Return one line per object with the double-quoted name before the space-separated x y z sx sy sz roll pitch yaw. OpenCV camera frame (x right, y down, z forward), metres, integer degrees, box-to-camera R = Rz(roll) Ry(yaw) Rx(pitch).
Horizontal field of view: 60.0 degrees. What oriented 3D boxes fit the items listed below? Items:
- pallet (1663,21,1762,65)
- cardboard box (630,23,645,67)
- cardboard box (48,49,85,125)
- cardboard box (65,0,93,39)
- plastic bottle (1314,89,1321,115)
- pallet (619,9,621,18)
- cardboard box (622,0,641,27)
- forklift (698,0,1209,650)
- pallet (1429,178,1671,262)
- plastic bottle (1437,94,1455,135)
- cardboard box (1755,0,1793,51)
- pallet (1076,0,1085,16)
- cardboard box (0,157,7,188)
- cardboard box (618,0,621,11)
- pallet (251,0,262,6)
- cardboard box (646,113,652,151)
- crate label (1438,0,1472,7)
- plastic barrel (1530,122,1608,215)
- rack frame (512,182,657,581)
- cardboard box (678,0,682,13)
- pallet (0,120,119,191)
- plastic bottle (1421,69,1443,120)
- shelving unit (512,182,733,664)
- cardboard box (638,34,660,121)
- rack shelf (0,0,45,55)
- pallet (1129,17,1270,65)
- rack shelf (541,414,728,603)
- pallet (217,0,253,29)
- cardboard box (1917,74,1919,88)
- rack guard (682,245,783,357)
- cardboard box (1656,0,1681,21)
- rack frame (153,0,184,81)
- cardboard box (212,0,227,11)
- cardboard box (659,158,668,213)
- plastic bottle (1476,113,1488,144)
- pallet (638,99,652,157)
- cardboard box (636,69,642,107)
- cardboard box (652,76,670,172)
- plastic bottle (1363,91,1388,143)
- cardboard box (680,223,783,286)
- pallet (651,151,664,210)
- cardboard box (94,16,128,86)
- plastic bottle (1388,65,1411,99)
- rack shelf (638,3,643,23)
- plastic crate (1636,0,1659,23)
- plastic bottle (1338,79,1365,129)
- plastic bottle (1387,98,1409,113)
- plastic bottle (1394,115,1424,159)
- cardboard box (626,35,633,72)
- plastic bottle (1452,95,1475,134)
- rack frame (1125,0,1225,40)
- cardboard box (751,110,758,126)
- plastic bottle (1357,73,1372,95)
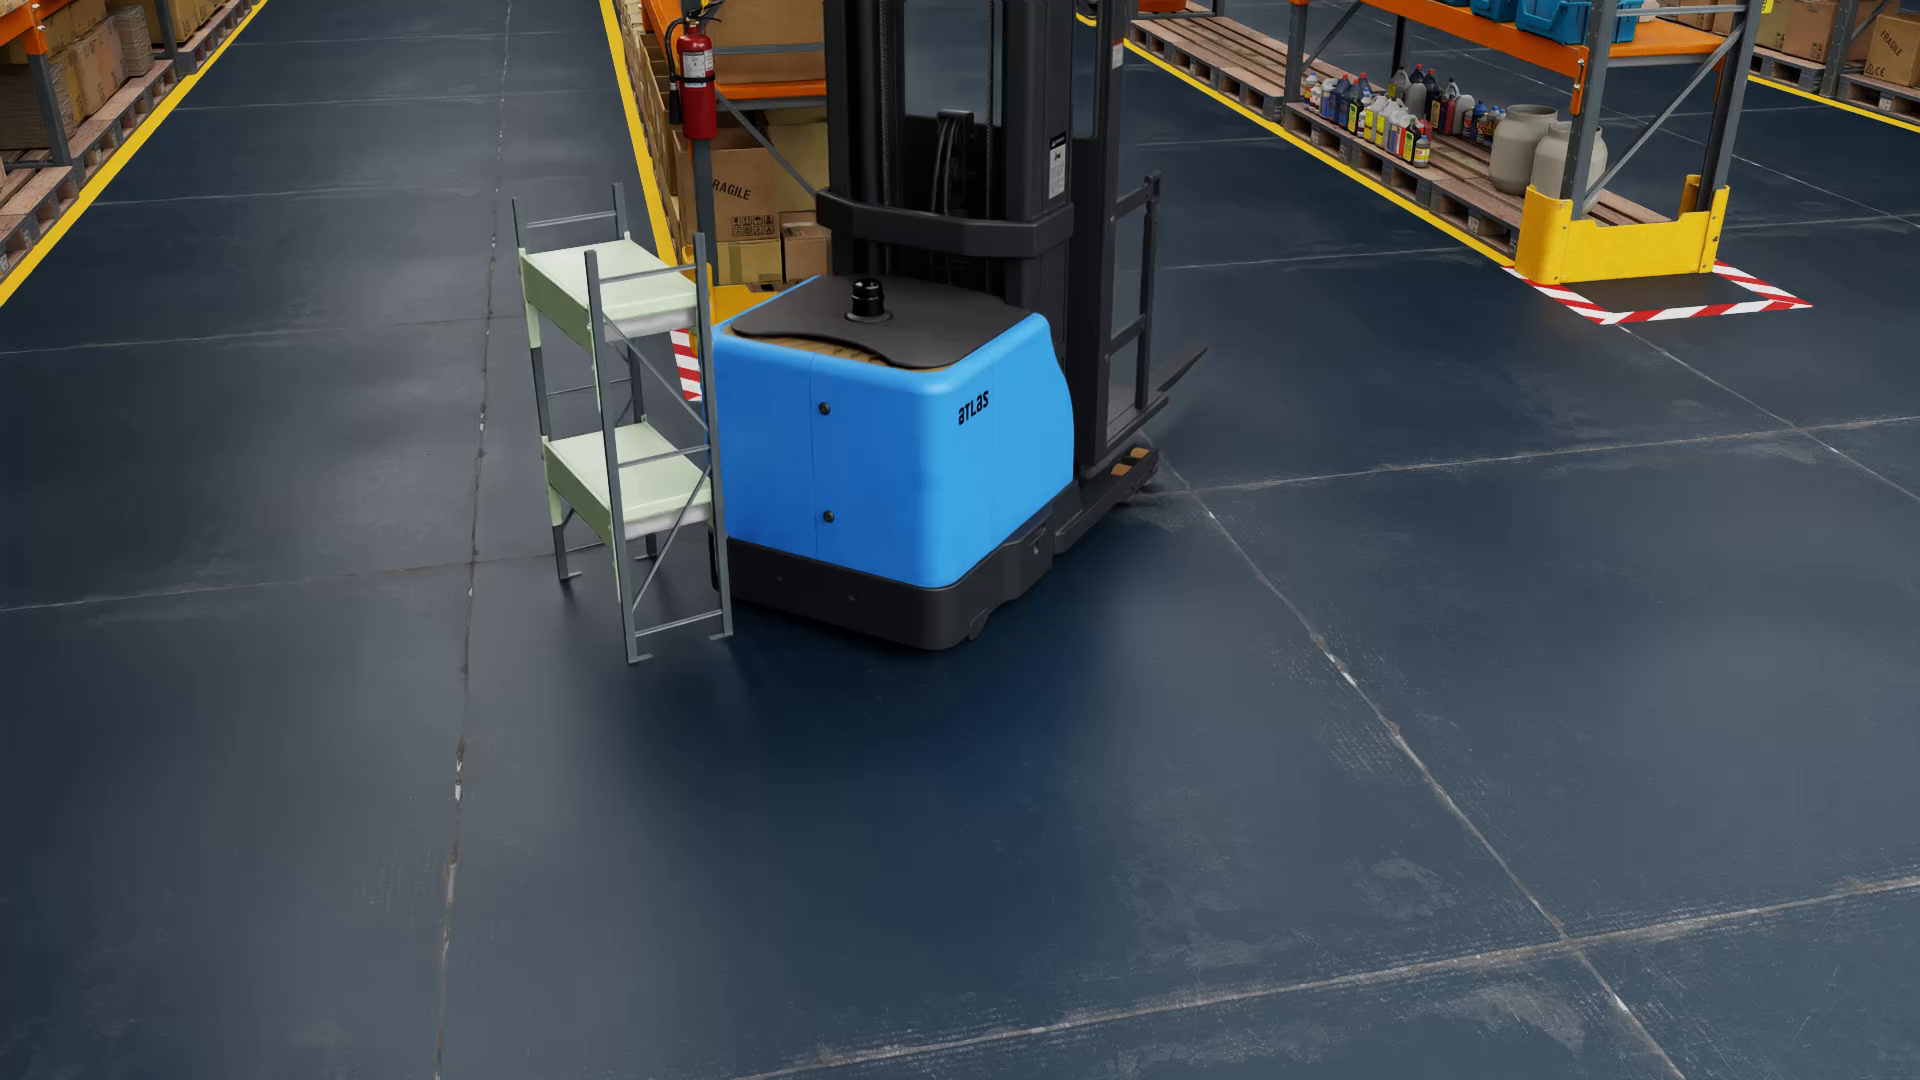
"pallet" 7.441 -4.820 16.065 1.003 0.211 1.213 -6 27 -12
"cardboard box" -2.360 -3.988 13.286 0.500 0.311 0.500 -6 27 -12
"cardboard box" -6.929 -3.301 12.248 0.700 0.500 0.500 -6 27 -13
"cardboard box" -7.082 -4.056 12.911 0.500 0.250 0.500 -6 27 -12
"plastic bottle" 2.761 -3.357 12.690 0.097 0.201 0.097 0 27 0
"pallet" -3.060 -5.559 17.530 1.003 0.211 1.213 -6 27 -12
"cardboard box" -2.699 -4.659 14.615 0.500 0.311 0.500 -7 28 -13
"forklift" 0.209 -1.553 6.574 1.130 2.935 3.031 14 30 25
"pallet" 3.731 -2.069 10.614 1.003 0.211 1.213 -6 27 -12
"plastic bottle" 3.542 -3.105 12.099 0.061 0.283 0.133 -6 27 -12
"cardboard box" 7.690 -4.750 15.118 0.700 0.500 0.500 -6 27 -12
"pallet" 1.680 -6.071 18.544 1.003 0.211 1.213 -6 27 -12
"cardboard box" -6.432 -2.377 10.787 0.380 0.166 0.250 -10 28 -18
"cardboard box" -3.213 -5.633 16.867 0.500 0.500 0.500 -7 28 -13
"pallet" -8.479 -6.287 18.971 1.003 0.211 1.213 -6 27 -12
"cardboard box" -1.947 -2.908 11.768 0.500 0.250 0.500 -6 27 -12
"crate label" 3.294 -3.724 10.760 0.502 0.435 0.616 -6 27 -12
"plastic barrel" 3.749 -2.286 10.244 0.421 0.512 0.421 0 27 0
"rack frame" -1.382 -0.563 6.202 0.400 1.500 0.023 -15 31 -27
"cardboard box" -1.415 -3.581 10.405 0.700 0.500 0.500 -6 27 -11
"pallet" -6.758 -2.774 12.012 1.003 0.211 1.213 -6 27 -12
"plastic bottle" 3.540 -3.360 12.529 0.144 0.351 0.185 -7 28 -14
"shelving unit" -1.194 -0.422 5.922 0.431 1.500 0.755 -15 31 -27
"cardboard box" -1.956 -3.242 11.597 0.500 0.500 0.500 -6 27 -12
"rack shelf" -6.131 -2.478 9.130 1.077 0.370 4.000 -6 27 -12
"pallet" 2.306 -4.851 16.126 1.003 0.211 1.213 -6 27 -12
"rack shelf" -1.194 -0.131 6.068 0.431 0.370 0.720 -15 31 -27
"pallet" -8.137 -5.614 17.638 1.003 0.211 1.213 -6 27 -12
"cardboard box" 8.084 -3.828 13.313 0.500 0.500 0.500 2 27 5
"rack guard" -0.849 -1.300 8.770 1.175 0.500 0.348 -6 27 -12
"cardboard box" 7.303 -5.489 16.581 0.700 0.500 0.500 -8 28 -16
"rack frame" -7.483 -5.434 14.186 1.000 3.000 0.127 -6 27 -12
"cardboard box" -7.908 -5.755 16.743 0.750 0.750 0.750 -5 27 -10
"cardboard box" -1.613 -2.249 10.462 0.500 0.250 0.500 -6 27 -12
"plastic bottle" 3.745 -2.940 11.864 0.097 0.201 0.097 0 27 0
"pallet" -1.960 -3.257 12.968 1.003 0.211 1.213 -6 27 -12
"cardboard box" -2.244 -3.517 12.975 0.500 0.250 0.500 -6 27 -12
"cardboard box" -1.616 -2.583 10.293 0.500 0.500 0.500 -6 27 -12
"plastic bottle" 2.987 -3.031 11.879 0.144 0.351 0.185 -6 27 -12
"cardboard box" -1.263 -1.592 9.160 0.500 0.250 0.500 -6 27 -12
"pallet" -1.618 -2.584 11.635 1.003 0.211 1.213 -6 27 -12
"cardboard box" -7.267 -3.965 13.563 0.700 0.500 0.500 -6 27 -12
"plastic bottle" 3.356 -3.429 12.667 0.144 0.351 0.185 -6 27 -12
"rack shelf" -2.207 -4.739 13.609 1.077 0.370 4.000 -6 27 -12
"plastic crate" 4.084 -3.235 10.124 0.298 0.136 0.250 -6 27 -12
"plastic bottle" 2.891 -3.218 12.248 0.144 0.351 0.185 -7 28 -14
"plastic bottle" 3.125 -3.024 11.947 0.152 0.276 0.135 -6 27 -12
"plastic bottle" 3.101 -2.783 11.470 0.152 0.276 0.135 -6 27 -11
"cardboard box" -2.588 -4.190 14.308 0.500 0.250 0.500 -7 28 -13
"plastic bottle" 3.646 -3.113 12.123 0.152 0.276 0.135 -5 27 -11
"rack frame" 2.169 -6.440 16.179 1.000 3.000 0.127 -6 27 -12
"cardboard box" -0.998 -2.417 9.962 0.500 0.500 0.500 -6 27 -12
"plastic bottle" 2.989 -3.316 12.442 0.144 0.351 0.185 -6 27 -12
